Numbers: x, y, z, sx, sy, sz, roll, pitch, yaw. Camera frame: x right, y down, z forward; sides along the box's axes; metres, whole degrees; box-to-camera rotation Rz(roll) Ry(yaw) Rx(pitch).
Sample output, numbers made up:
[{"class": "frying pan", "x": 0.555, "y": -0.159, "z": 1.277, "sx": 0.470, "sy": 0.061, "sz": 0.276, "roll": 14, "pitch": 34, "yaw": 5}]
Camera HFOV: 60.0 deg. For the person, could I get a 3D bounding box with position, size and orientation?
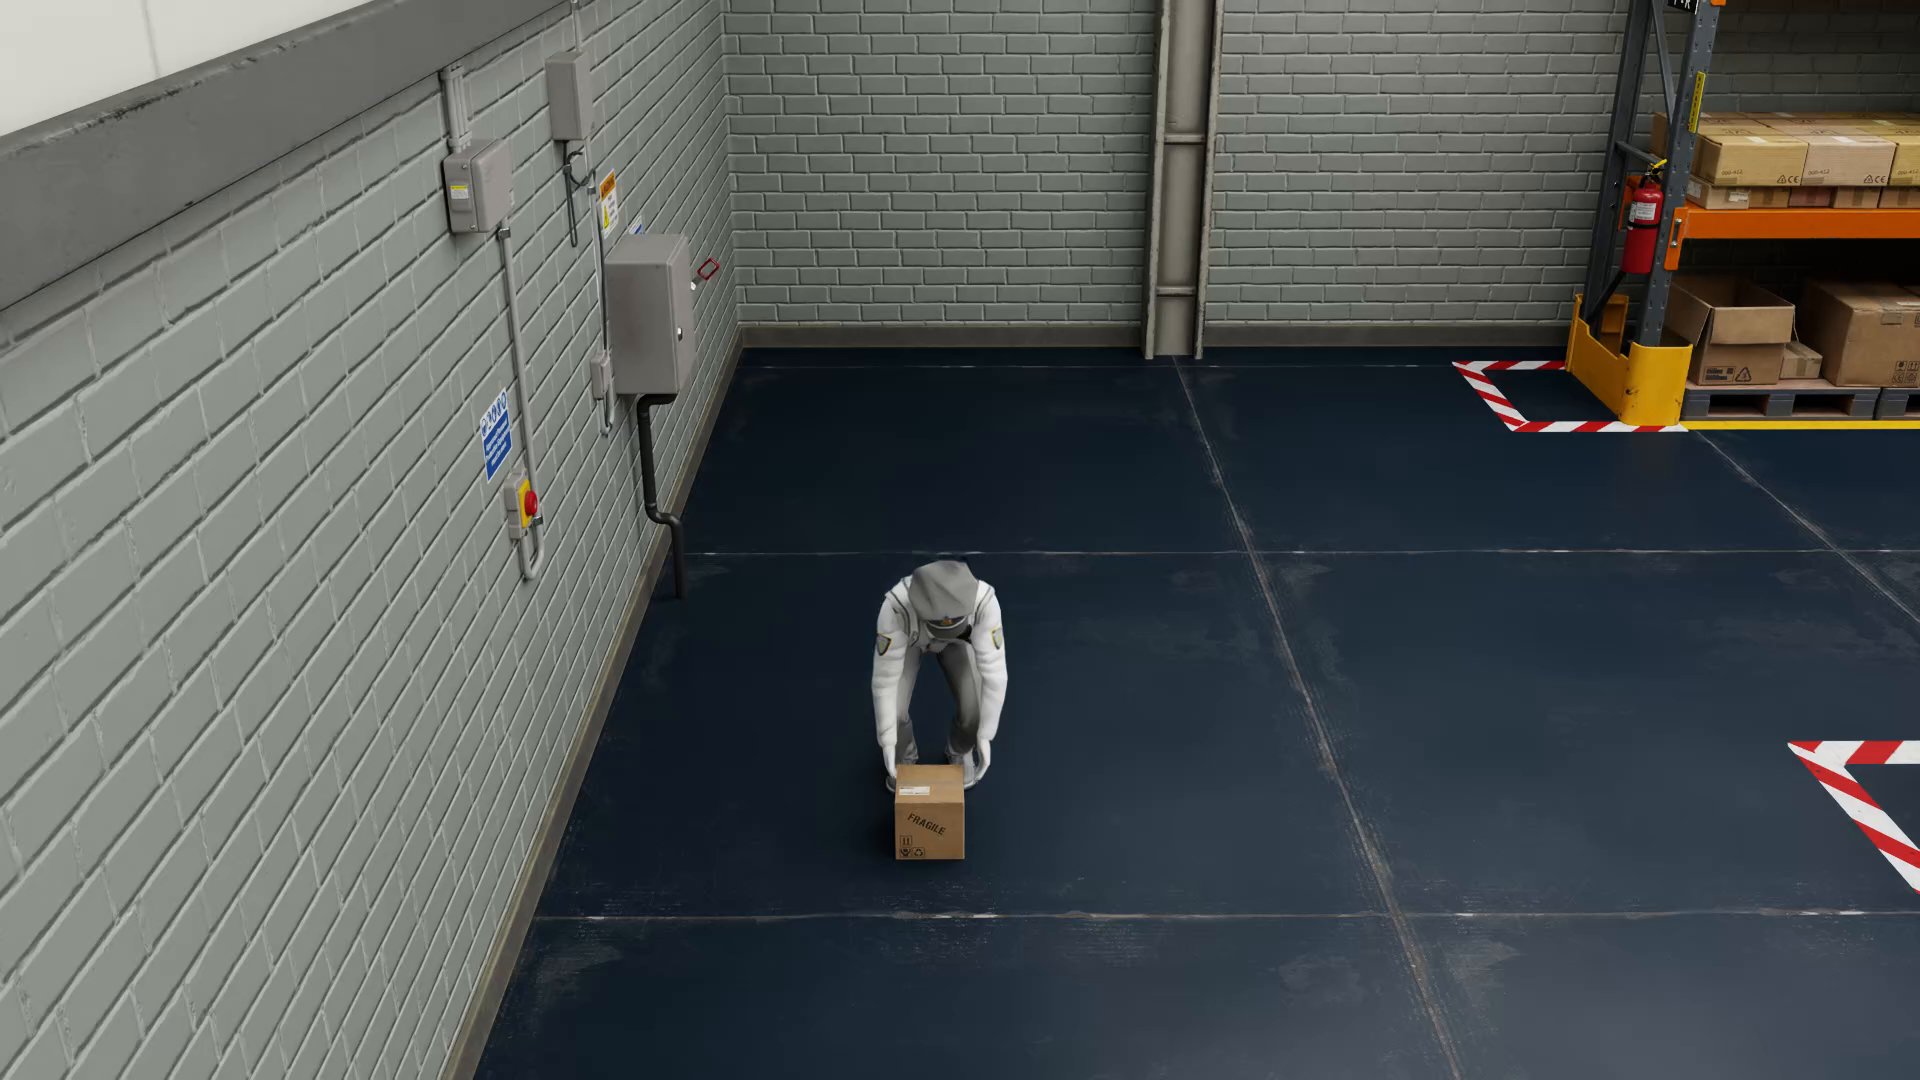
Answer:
[{"class": "person", "x": -0.077, "y": 0.480, "z": 6.261, "sx": 0.505, "sy": 1.075, "sz": 0.821, "roll": 0, "pitch": 24, "yaw": -1}]
